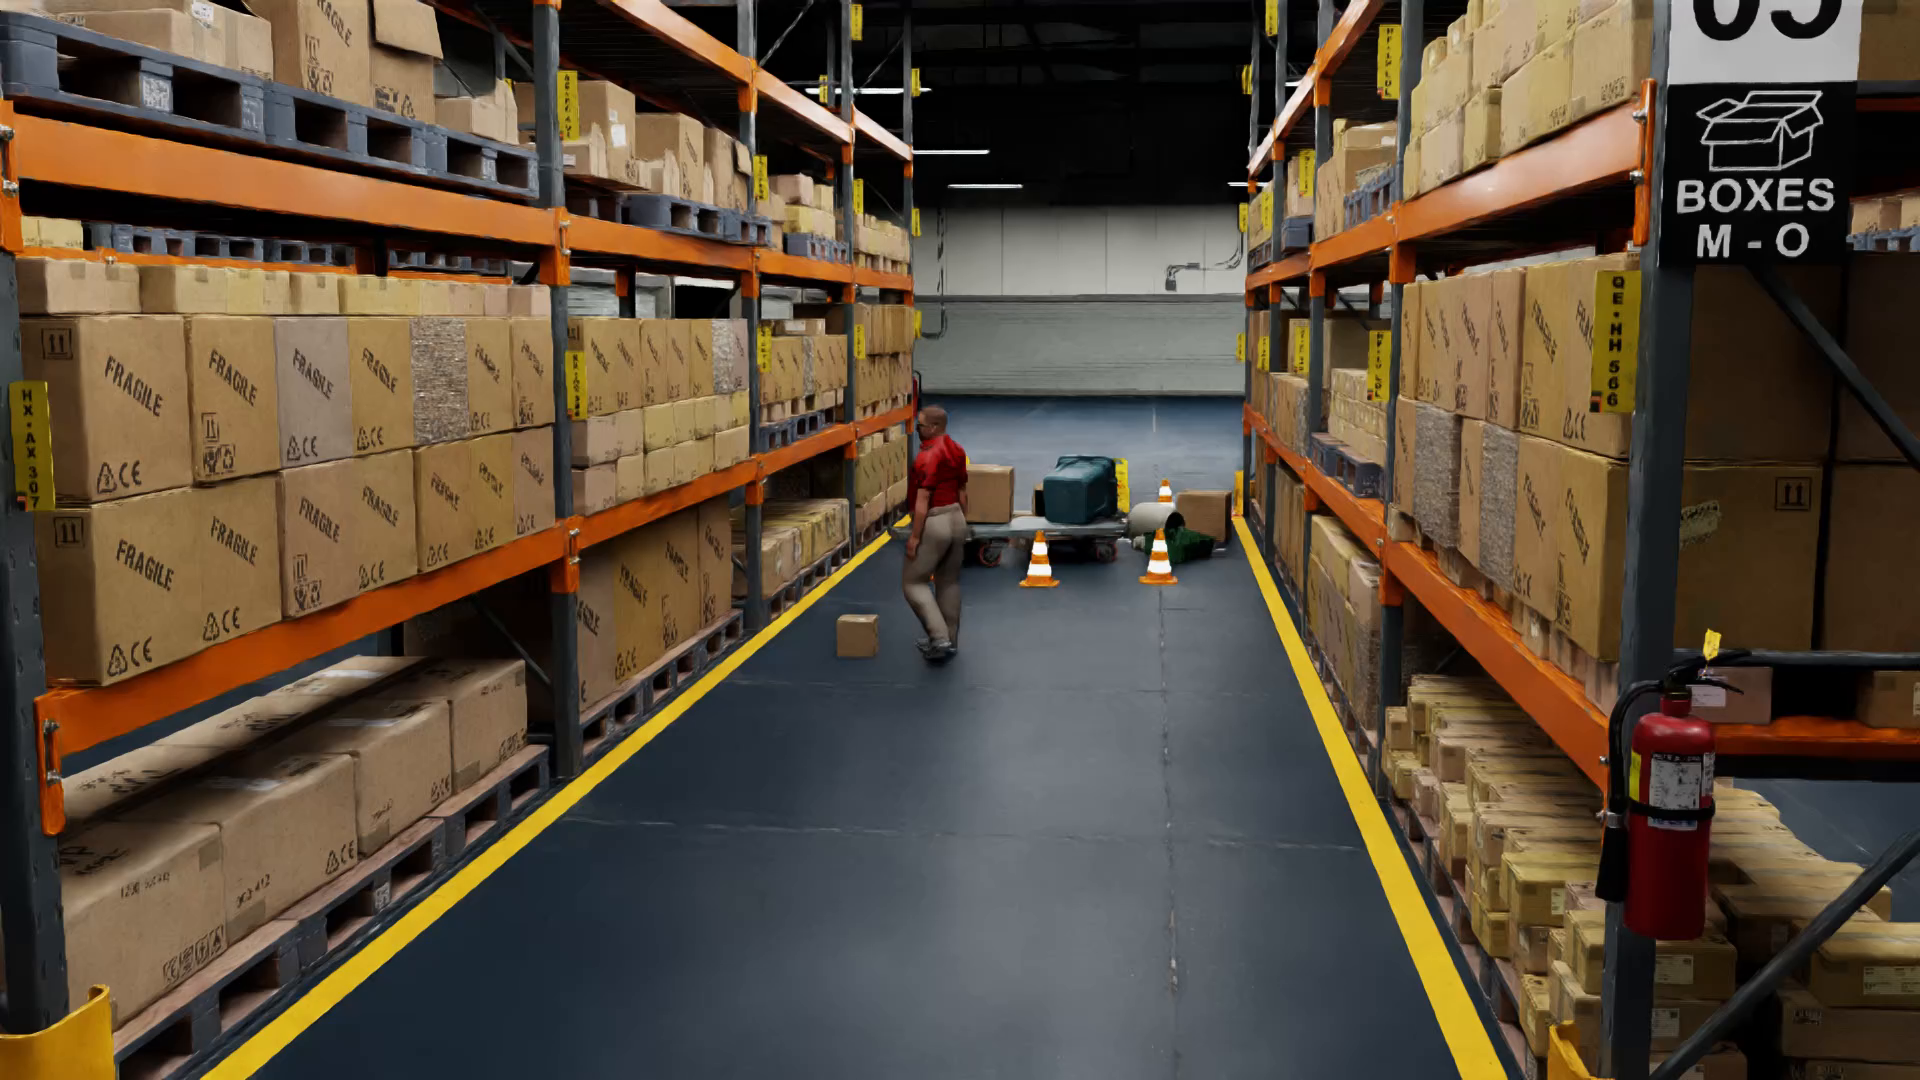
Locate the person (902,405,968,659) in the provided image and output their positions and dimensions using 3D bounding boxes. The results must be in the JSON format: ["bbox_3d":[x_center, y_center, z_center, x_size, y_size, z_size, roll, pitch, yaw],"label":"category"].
[{"bbox_3d":[-0.168,-0.063,11.316,0.516,1.718,0.603,5,9,35],"label":"person"}]
